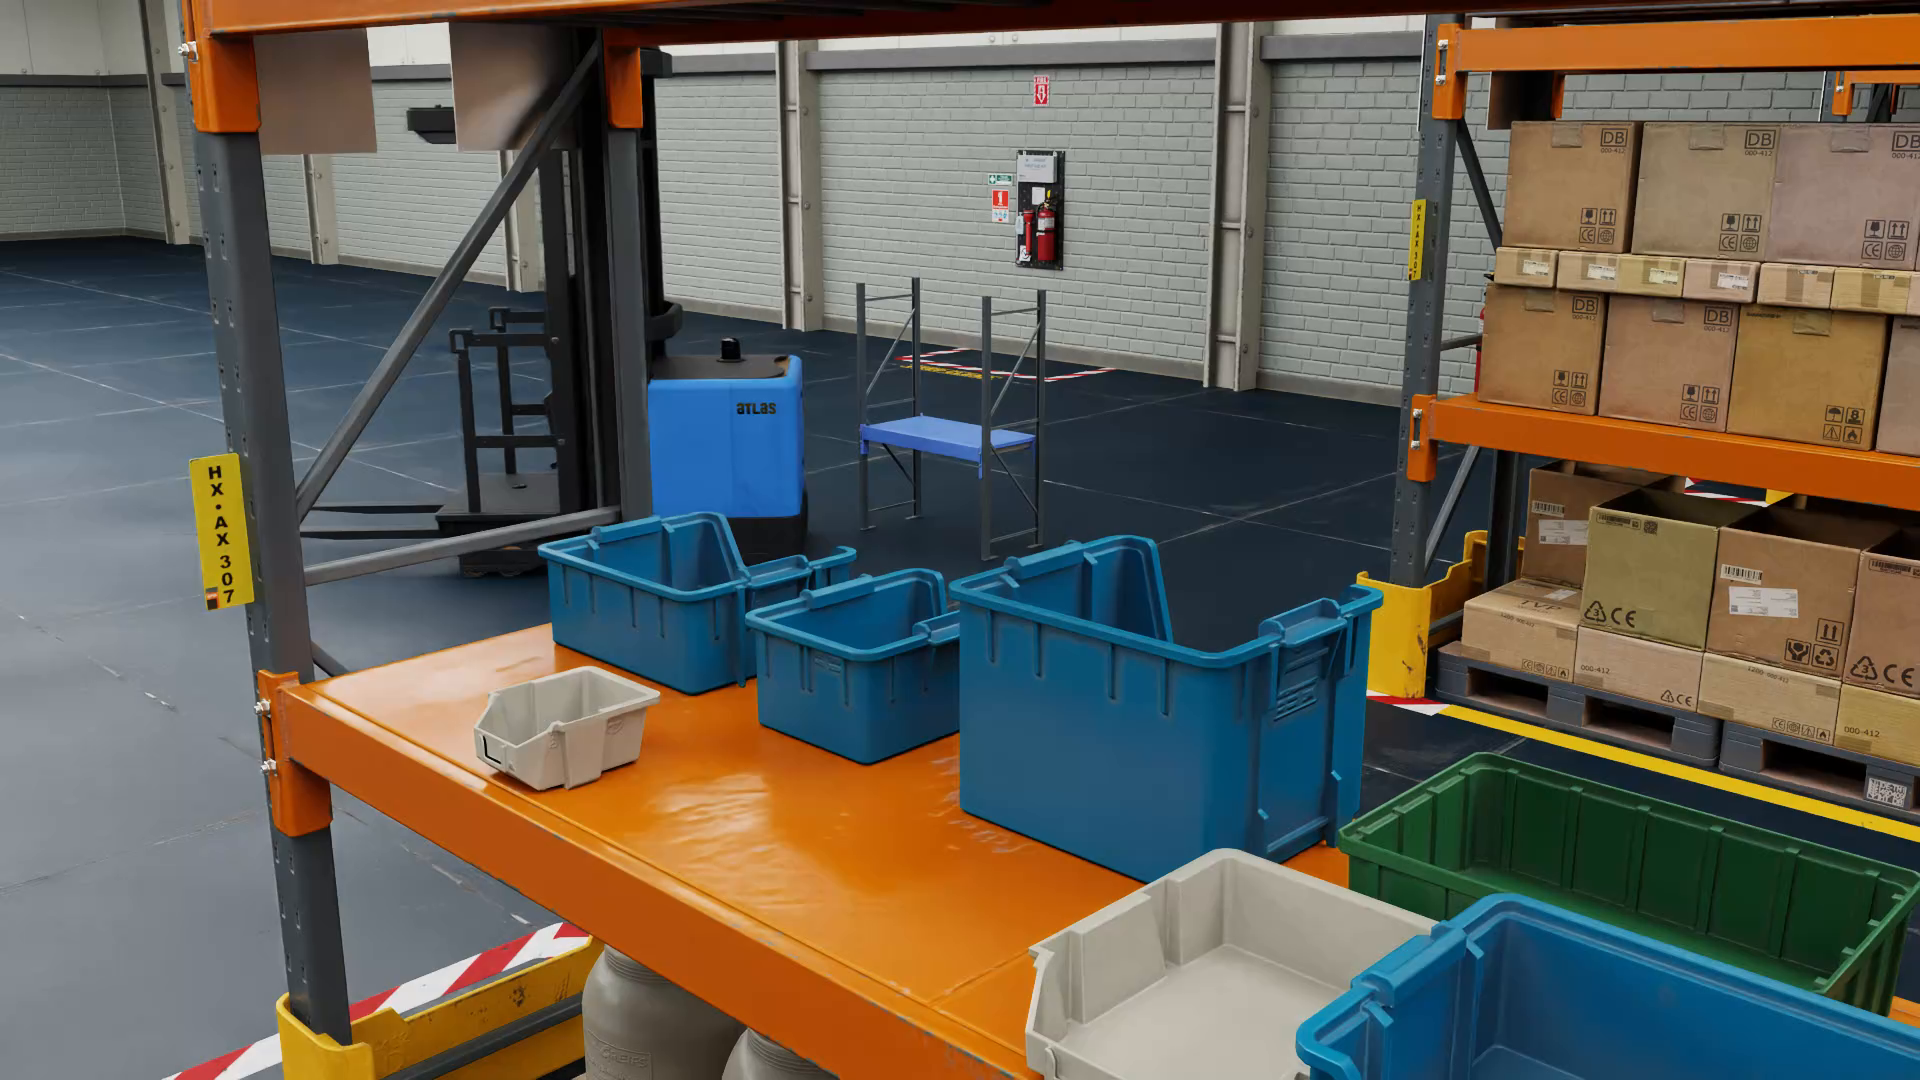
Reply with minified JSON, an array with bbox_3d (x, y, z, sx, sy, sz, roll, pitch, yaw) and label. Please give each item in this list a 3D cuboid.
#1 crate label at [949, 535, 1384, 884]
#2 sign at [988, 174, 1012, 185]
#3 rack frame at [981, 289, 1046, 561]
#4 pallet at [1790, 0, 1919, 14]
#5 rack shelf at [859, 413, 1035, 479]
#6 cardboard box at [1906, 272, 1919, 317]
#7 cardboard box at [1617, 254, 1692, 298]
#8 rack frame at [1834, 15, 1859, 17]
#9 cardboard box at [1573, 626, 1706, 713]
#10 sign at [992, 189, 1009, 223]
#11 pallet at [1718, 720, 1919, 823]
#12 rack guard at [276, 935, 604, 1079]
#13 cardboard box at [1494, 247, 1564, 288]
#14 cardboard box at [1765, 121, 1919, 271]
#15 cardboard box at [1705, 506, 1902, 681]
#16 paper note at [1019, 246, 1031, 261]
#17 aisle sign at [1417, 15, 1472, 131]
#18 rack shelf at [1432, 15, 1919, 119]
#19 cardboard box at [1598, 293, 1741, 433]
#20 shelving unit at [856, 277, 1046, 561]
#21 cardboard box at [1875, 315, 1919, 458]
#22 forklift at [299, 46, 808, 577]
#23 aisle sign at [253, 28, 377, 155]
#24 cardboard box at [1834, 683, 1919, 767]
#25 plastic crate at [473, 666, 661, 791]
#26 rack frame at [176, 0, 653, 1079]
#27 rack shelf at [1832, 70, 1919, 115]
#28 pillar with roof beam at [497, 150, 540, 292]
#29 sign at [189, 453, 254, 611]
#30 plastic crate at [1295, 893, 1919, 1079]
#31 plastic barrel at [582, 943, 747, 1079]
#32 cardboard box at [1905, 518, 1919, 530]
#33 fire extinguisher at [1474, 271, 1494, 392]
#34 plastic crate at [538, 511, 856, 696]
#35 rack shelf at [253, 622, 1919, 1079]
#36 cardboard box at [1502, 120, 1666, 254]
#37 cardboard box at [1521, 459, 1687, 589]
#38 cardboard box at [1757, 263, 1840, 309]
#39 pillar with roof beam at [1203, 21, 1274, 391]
[{"bbox_3d":[0.346,0.274,2.861,0.616,0.435,0.502,14,20,42],"label":"crate label"},{"bbox_3d":[0.413,-3.691,17.026,0.331,0.109,0.001,14,20,42],"label":"sign"},{"bbox_3d":[0.305,-0.652,9.459,0.032,1.500,0.500,14,20,42],"label":"rack frame"},{"bbox_3d":[3.648,-1.947,5.682,1.213,0.211,1.003,14,20,42],"label":"pallet"},{"bbox_3d":[-0.061,-0.567,9.846,1.000,0.185,0.538,14,20,42],"label":"rack shelf"},{"bbox_3d":[3.513,-0.866,5.820,0.250,0.149,0.380,14,20,43],"label":"cardboard box"},{"bbox_3d":[2.778,-1.045,6.509,0.250,0.149,0.380,14,20,42],"label":"cardboard box"},{"bbox_3d":[5.710,-4.683,10.058,0.127,3.000,1.000,14,20,42],"label":"rack frame"},{"bbox_3d":[2.868,0.468,6.807,0.500,0.250,0.500,14,20,42],"label":"cardboard box"},{"bbox_3d":[0.416,-3.437,17.102,0.234,0.329,0.001,14,20,42],"label":"sign"},{"bbox_3d":[3.728,0.809,6.409,1.213,0.211,1.003,14,20,42],"label":"pallet"},{"bbox_3d":[-1.079,1.233,4.210,0.348,0.500,1.175,14,20,42],"label":"rack guard"},{"bbox_3d":[2.407,-1.135,6.853,0.250,0.149,0.380,13,20,42],"label":"cardboard box"},{"bbox_3d":[3.385,-1.284,6.140,0.500,0.500,0.700,14,20,42],"label":"cardboard box"},{"bbox_3d":[3.236,0.191,6.384,0.500,0.500,0.500,14,20,42],"label":"cardboard box"},{"bbox_3d":[0.663,-2.921,16.942,0.142,0.148,0.016,14,20,42],"label":"paper note"},{"bbox_3d":[2.014,-2.094,6.864,0.004,0.787,0.394,14,20,42],"label":"aisle sign"},{"bbox_3d":[3.714,-1.634,5.731,4.000,0.370,1.077,14,20,42],"label":"rack shelf"},{"bbox_3d":[2.983,-0.754,6.677,0.700,0.500,0.500,-14,20,-43],"label":"cardboard box"},{"bbox_3d":[-0.061,-0.741,9.800,1.048,1.500,0.538,14,20,42],"label":"shelving unit"},{"bbox_3d":[3.718,-0.574,5.988,0.700,0.500,0.500,-14,20,-43],"label":"cardboard box"},{"bbox_3d":[-2.416,-1.351,9.304,3.031,2.935,1.130,-1,15,-3],"label":"forklift"},{"bbox_3d":[-1.422,-1.199,3.430,0.004,0.787,0.394,14,20,42],"label":"aisle sign"},{"bbox_3d":[3.584,0.644,6.131,0.500,0.250,0.500,14,20,42],"label":"cardboard box"},{"bbox_3d":[-0.746,0.361,3.121,0.250,0.136,0.298,14,20,42],"label":"plastic crate"},{"bbox_3d":[-1.167,0.018,3.913,0.127,3.000,1.000,14,20,42],"label":"rack frame"},{"bbox_3d":[7.150,-2.533,9.184,4.000,0.370,1.077,14,20,42],"label":"rack shelf"},{"bbox_3d":[-9.132,-7.086,19.282,0.400,9.000,9.100,14,20,42],"label":"pillar with roof beam"},{"bbox_3d":[-1.552,-0.017,3.498,0.005,0.325,0.100,14,20,42],"label":"sign"},{"bbox_3d":[0.728,0.646,1.800,0.616,0.251,0.499,14,20,42],"label":"plastic crate"},{"bbox_3d":[-0.640,1.120,3.785,0.421,0.512,0.421,0,15,0],"label":"plastic barrel"},{"bbox_3d":[3.956,0.184,6.409,0.500,0.500,0.500,14,20,42],"label":"cardboard box"},{"bbox_3d":[2.511,-0.948,7.774,0.183,0.674,0.296,14,20,42],"label":"fire extinguisher"},{"bbox_3d":[-0.599,0.123,3.804,0.616,0.251,0.499,14,20,42],"label":"plastic crate"},{"bbox_3d":[0.273,0.716,2.661,4.000,0.370,1.077,14,20,42],"label":"rack shelf"},{"bbox_3d":[2.639,-1.463,6.827,0.500,0.500,0.700,14,20,42],"label":"cardboard box"},{"bbox_3d":[2.867,-0.076,7.408,0.500,0.500,0.500,14,20,42],"label":"cardboard box"},{"bbox_3d":[3.151,-0.954,6.161,0.250,0.149,0.380,13,19,40],"label":"cardboard box"},{"bbox_3d":[-0.493,-4.986,11.222,0.400,9.000,9.100,14,20,42],"label":"pillar with roof beam"}]
